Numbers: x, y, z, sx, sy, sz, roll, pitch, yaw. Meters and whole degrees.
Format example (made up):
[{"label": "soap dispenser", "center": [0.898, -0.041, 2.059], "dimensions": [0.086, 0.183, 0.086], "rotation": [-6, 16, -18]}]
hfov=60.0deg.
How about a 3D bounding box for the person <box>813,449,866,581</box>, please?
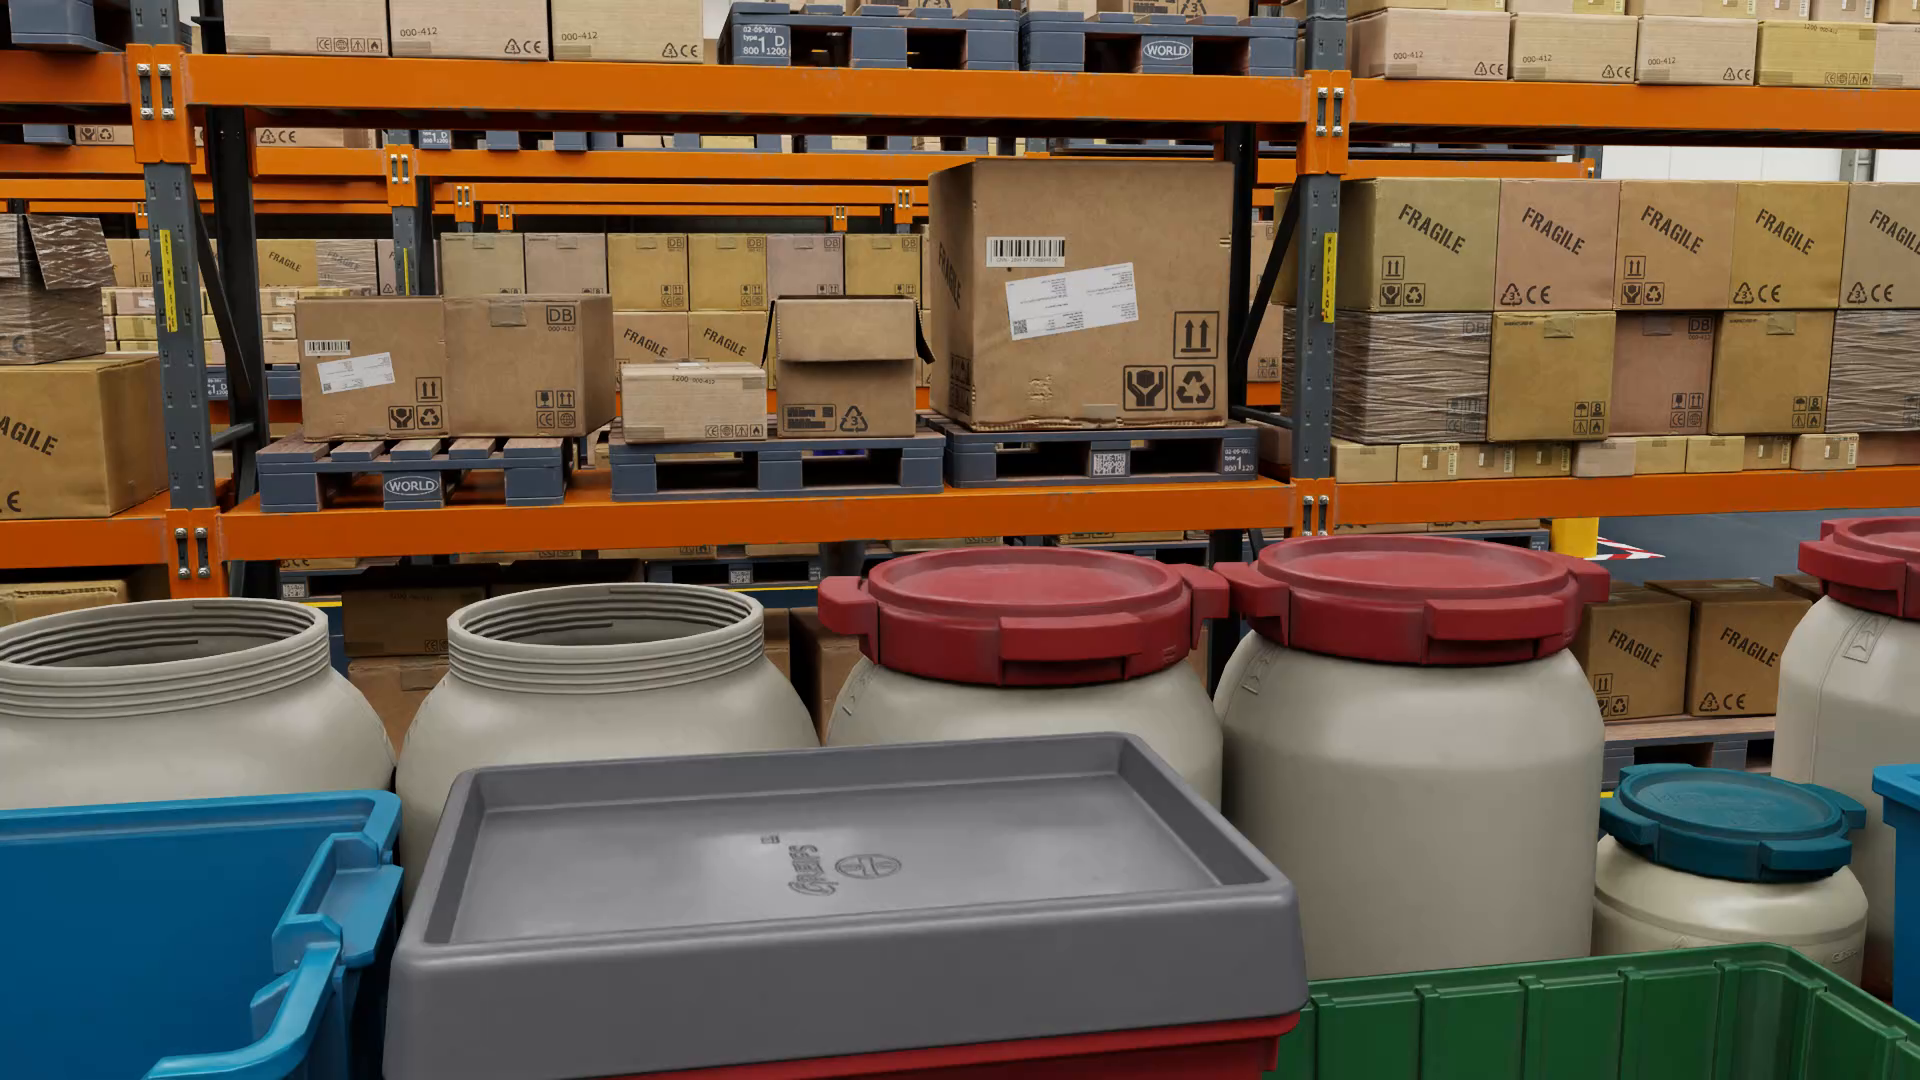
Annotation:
[{"label": "person", "center": [-0.604, -0.095, 8.481], "dimensions": [0.297, 1.655, 0.428], "rotation": [-2, 10, -10]}]
